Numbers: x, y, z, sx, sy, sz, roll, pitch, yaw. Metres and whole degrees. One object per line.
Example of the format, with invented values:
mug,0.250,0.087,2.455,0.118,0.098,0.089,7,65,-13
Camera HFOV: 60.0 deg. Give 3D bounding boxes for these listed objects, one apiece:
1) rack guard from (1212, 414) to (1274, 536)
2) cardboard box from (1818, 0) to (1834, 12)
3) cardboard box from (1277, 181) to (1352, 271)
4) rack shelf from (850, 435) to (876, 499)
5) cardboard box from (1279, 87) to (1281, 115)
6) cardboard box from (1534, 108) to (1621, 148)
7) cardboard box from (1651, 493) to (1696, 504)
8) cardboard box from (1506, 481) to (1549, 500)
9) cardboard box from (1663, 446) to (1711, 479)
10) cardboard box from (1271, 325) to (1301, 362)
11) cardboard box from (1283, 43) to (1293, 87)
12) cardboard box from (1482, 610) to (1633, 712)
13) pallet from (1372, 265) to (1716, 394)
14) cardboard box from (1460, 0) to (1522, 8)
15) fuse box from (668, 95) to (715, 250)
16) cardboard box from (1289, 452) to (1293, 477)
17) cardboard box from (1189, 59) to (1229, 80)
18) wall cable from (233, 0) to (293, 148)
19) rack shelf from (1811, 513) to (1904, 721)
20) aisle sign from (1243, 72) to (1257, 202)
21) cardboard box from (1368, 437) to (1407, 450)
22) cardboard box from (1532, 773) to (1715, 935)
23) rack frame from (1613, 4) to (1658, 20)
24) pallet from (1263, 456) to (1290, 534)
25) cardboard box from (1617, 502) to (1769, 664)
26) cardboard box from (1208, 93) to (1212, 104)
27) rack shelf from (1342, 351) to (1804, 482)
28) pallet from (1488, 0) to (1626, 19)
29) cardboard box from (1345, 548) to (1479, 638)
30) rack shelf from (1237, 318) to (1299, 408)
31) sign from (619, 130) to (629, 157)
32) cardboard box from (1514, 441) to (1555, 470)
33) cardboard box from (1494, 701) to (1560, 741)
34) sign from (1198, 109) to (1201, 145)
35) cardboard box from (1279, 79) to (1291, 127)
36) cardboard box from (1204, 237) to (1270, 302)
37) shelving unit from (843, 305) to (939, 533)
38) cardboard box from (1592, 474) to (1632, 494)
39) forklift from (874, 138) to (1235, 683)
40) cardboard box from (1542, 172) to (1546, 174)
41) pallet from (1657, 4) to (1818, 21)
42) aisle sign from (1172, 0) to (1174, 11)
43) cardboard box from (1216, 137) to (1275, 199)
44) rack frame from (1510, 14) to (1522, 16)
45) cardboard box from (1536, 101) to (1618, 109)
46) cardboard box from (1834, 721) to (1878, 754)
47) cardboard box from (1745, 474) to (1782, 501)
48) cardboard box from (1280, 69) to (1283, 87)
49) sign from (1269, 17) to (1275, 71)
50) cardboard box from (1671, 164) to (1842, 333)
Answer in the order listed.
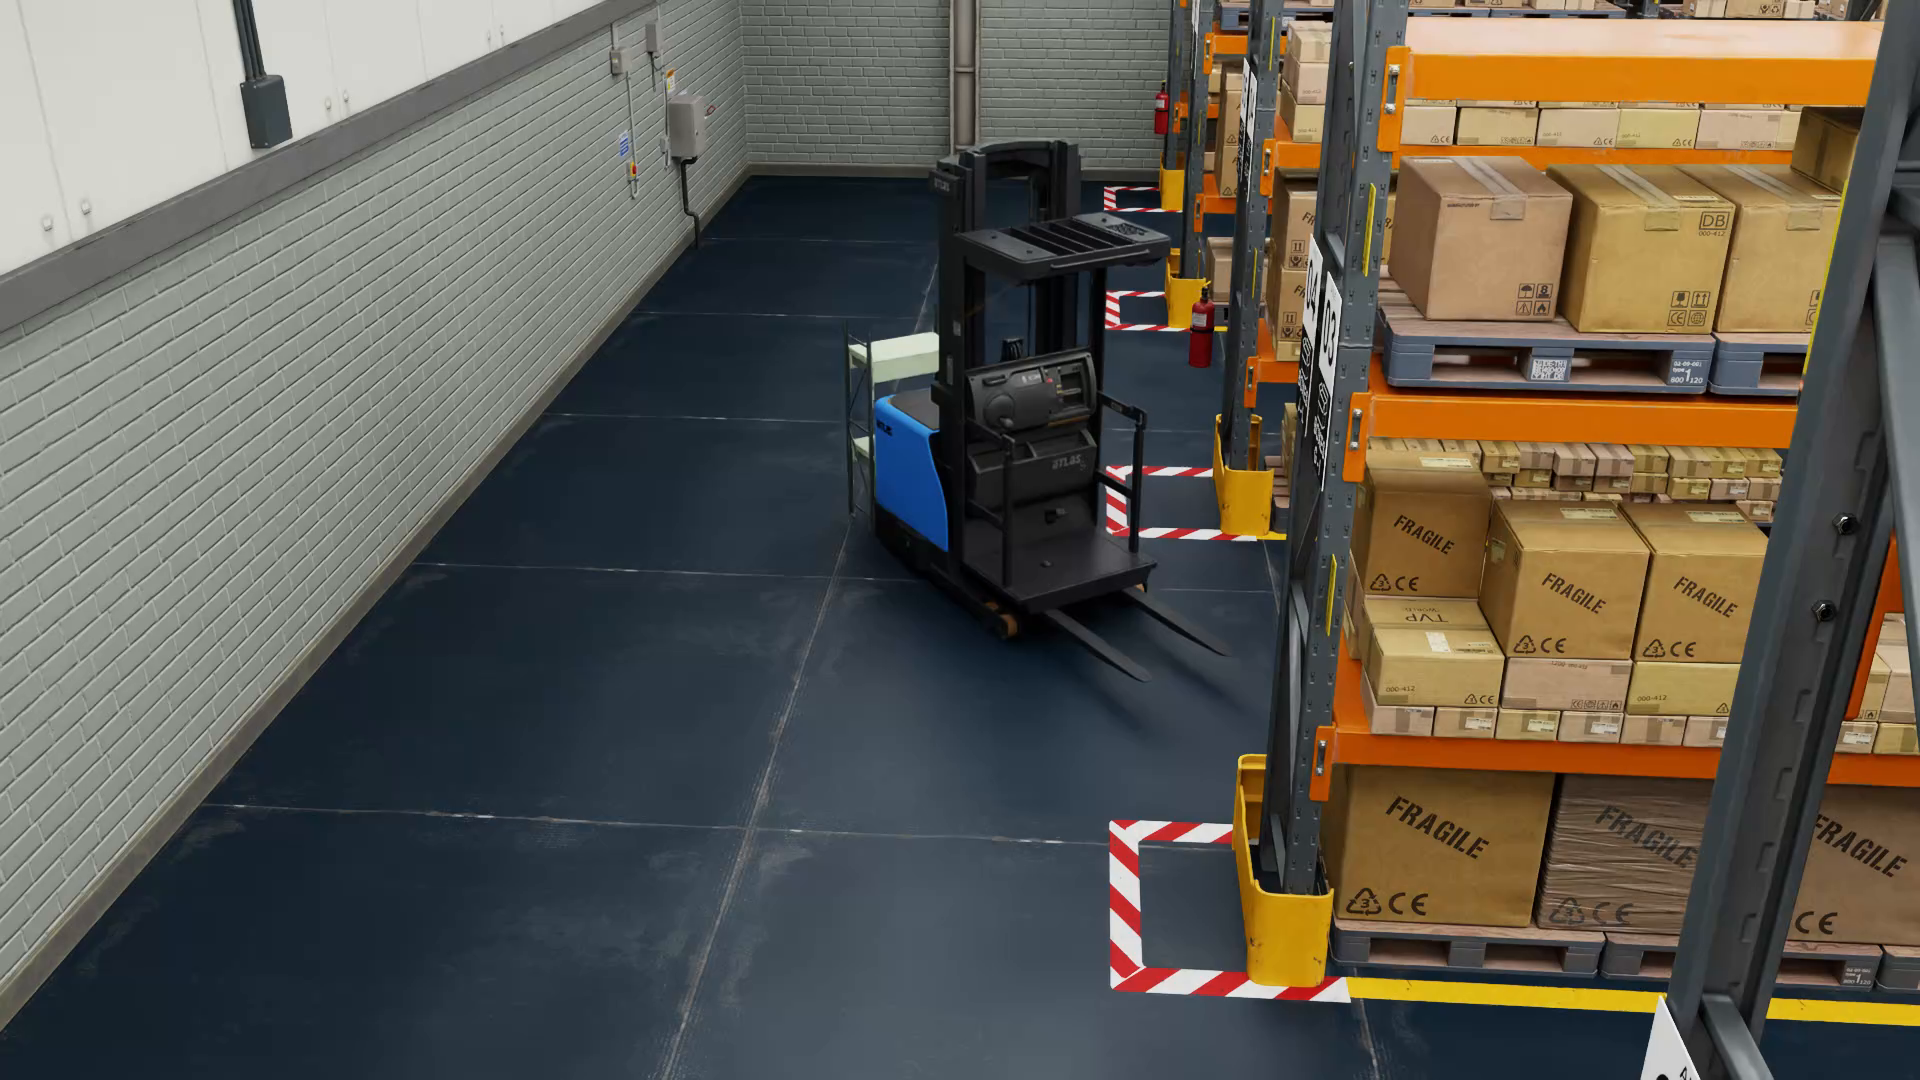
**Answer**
rack guard,2.110,-0.503,12.457,0.348,0.500,1.175,2,25,4
cardboard box,8.198,-5.029,15.490,0.250,0.166,0.380,4,25,8
cardboard box,2.462,-2.151,11.376,0.500,0.500,0.500,2,25,4
rack shelf,-0.402,-0.586,12.221,0.720,0.370,0.431,-13,28,-27
cardboard box,3.285,-4.059,15.879,0.500,0.500,0.500,1,25,3
cardboard box,4.016,-2.764,10.971,0.500,0.250,0.500,2,25,4
cardboard box,5.085,-0.304,11.942,0.250,0.149,0.380,1,25,2
cardboard box,4.076,-0.343,12.026,0.250,0.149,0.380,2,25,4
cardboard box,5.142,-0.579,11.827,0.250,0.149,0.380,2,25,4
cardboard box,2.333,-1.380,11.672,0.250,0.149,0.380,2,25,4
cardboard box,2.513,-3.254,11.438,0.500,0.250,0.500,1,25,2
cardboard box,2.531,0.498,7.115,0.500,0.250,0.500,2,25,3
pallet,2.295,-0.880,6.803,1.213,0.211,1.003,2,25,4
cardboard box,4.954,-5.255,15.459,0.637,0.503,0.797,4,25,8
fuse box,-3.005,-4.164,18.963,0.414,1.711,0.539,2,25,4
cardboard box,2.537,-0.548,12.116,0.250,0.149,0.380,3,25,6
cardboard box,3.168,-5.939,21.104,0.500,0.250,0.500,3,25,6
wall cable,-3.820,-5.381,9.042,0.120,5.999,2.277,2,25,4
rack shelf,3.169,0.334,1.808,4.000,0.370,1.077,2,25,4
aisle sign,1.939,-2.699,11.129,0.004,0.787,0.394,2,25,4
cardboard box,3.057,-0.628,11.935,0.250,0.149,0.380,2,25,4
cardboard box,3.106,1.214,7.775,0.875,0.875,0.875,2,25,4
rack frame,6.301,-3.579,16.152,0.127,3.000,1.000,2,25,4
pallet,2.918,-0.331,12.428,1.213,0.211,1.003,2,25,4
cardboard box,3.028,0.173,6.923,0.500,0.500,0.500,1,25,3
cardboard box,2.996,-5.537,20.707,0.250,0.149,0.380,2,25,4
rack shelf,3.548,-0.549,6.838,4.000,0.370,1.077,2,25,4
pallet,5.486,-4.932,15.610,1.213,0.211,1.003,2,25,4
cardboard box,2.058,0.261,7.630,0.500,0.250,0.500,1,25,3
rack shelf,4.029,-1.250,11.951,4.000,0.370,1.077,2,25,4
sign,-3.376,-3.983,16.705,0.001,0.218,0.327,2,25,4
cardboard box,4.103,-0.647,11.975,0.250,0.149,0.380,2,25,4
cardboard box,2.394,0.702,7.149,0.250,0.149,0.380,1,25,3
sign,2.264,-3.906,15.730,0.005,0.325,0.100,2,25,4
cardboard box,2.508,-3.031,11.552,0.500,0.250,0.500,1,25,3
cardboard box,2.979,-2.755,16.922,0.875,0.438,0.875,1,25,2
shelving unit,-0.402,-0.882,12.084,0.755,1.500,0.431,-13,28,-27
cardboard box,4.647,-0.475,11.958,0.250,0.149,0.380,2,25,5
forklift,0.580,-0.918,10.450,1.130,2.935,3.031,-14,28,-28
cardboard box,4.062,-2.320,11.744,0.500,0.500,0.500,1,25,2
pallet,7.219,-4.846,15.546,1.217,0.209,0.805,1,25,2
aisle sign,2.599,-6.837,20.122,0.004,0.787,0.394,2,25,4
cardboard box,2.769,-3.618,16.116,0.500,0.500,0.500,2,25,4
rack frame,6.677,-5.648,20.648,0.127,3.000,1.000,2,25,4
cardboard box,3.980,-2.987,10.858,0.500,0.250,0.500,1,25,2
cardboard box,3.678,0.742,7.060,0.250,0.149,0.380,2,25,5
cardboard box,5.685,-0.421,11.841,0.250,0.149,0.380,2,25,5
cardboard box,3.163,-4.340,15.713,0.250,0.149,0.380,3,25,6
sign,1.993,-3.175,10.638,0.005,0.325,0.100,2,25,4
cardboard box,3.148,-1.162,6.569,0.500,0.500,0.700,0,25,0
